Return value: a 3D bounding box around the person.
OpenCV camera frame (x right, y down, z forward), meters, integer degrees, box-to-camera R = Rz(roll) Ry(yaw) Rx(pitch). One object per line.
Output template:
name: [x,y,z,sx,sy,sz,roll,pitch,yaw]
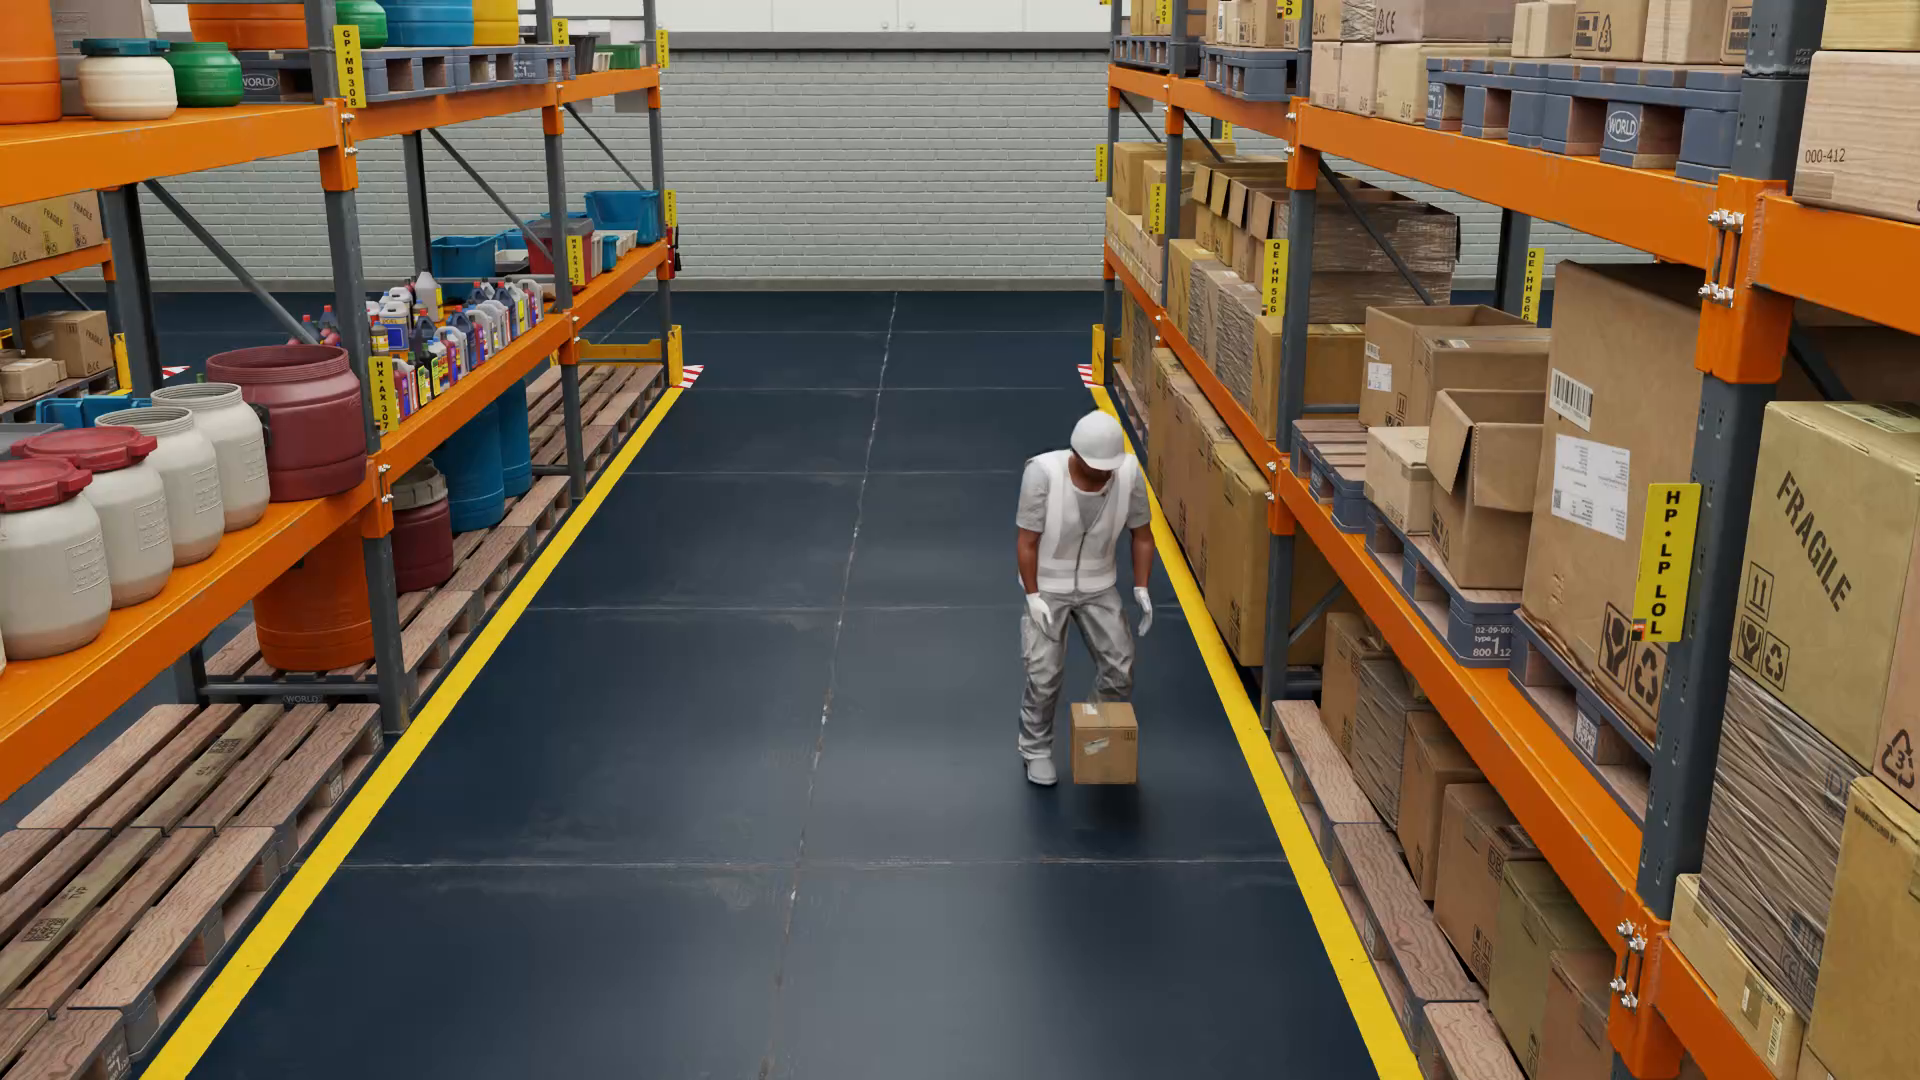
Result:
person: [0.520,0.227,7.009,0.594,1.644,0.582,-3,17,-11]
